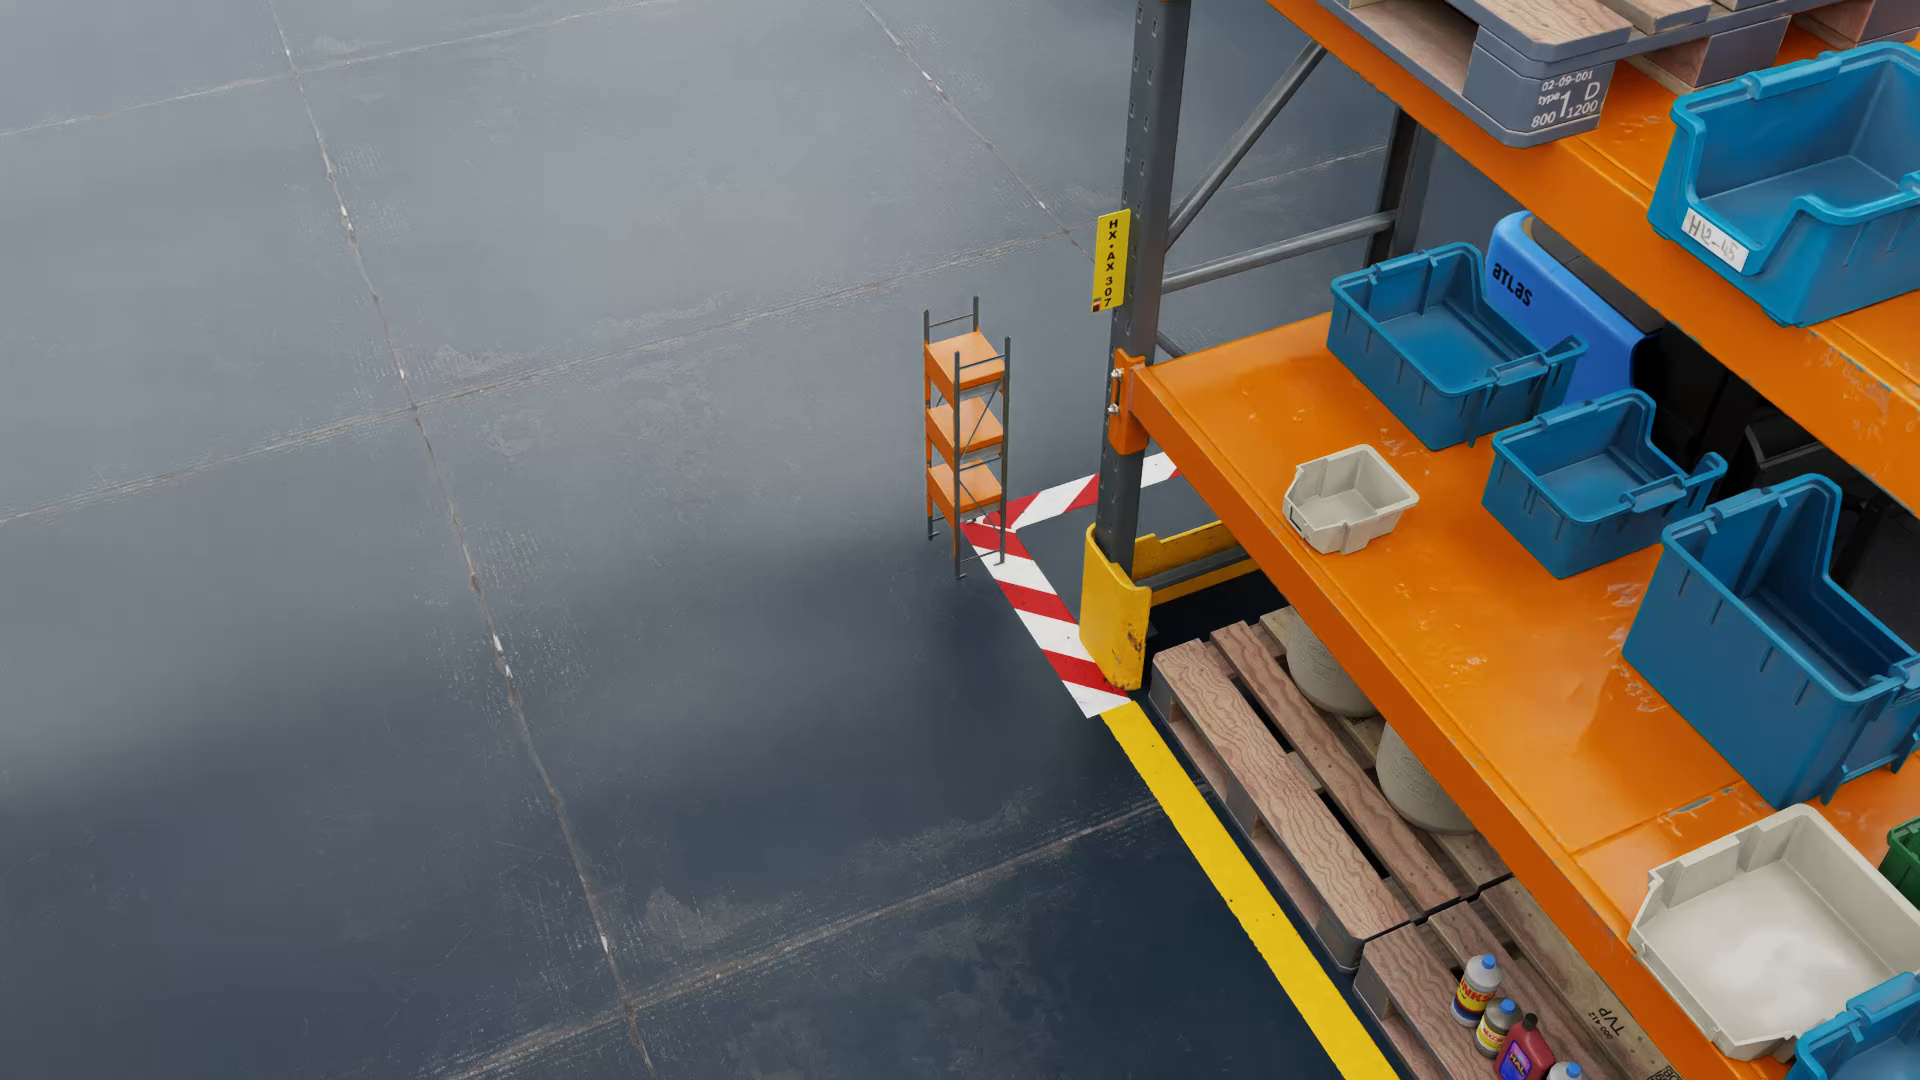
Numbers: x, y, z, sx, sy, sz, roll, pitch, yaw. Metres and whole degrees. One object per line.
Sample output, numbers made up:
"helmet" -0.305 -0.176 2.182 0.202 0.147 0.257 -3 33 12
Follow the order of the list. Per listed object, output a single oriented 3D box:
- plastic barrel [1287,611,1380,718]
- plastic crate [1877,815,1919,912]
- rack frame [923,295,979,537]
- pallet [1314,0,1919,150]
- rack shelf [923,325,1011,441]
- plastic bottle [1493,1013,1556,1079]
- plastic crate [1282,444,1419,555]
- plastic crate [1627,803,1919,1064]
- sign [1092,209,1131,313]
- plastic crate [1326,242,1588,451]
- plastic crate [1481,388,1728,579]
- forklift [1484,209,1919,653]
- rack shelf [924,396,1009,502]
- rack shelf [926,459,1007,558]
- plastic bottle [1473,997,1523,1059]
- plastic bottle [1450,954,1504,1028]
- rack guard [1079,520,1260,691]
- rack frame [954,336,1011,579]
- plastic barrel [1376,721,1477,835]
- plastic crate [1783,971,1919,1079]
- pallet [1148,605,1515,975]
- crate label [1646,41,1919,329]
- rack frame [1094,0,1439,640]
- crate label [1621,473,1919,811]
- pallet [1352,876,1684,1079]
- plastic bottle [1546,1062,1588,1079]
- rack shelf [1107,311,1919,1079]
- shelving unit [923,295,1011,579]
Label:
"plastic barrel" 1.275 0.283 5.300 0.421 0.512 0.421 0 45 0
"plastic crate" 2.296 0.826 3.428 0.450 0.188 0.662 -18 47 -17
"rack frame" -0.029 -0.417 5.925 0.200 1.050 0.008 -18 47 -17
"pallet" 1.188 -1.295 3.425 1.003 0.211 1.213 -18 47 -17
"rack shelf" 0.022 -0.534 5.655 0.215 0.259 0.240 -18 47 -17
"plastic bottle" 1.487 1.357 4.360 0.061 0.283 0.133 -17 47 -17
"plastic crate" 1.013 -0.091 4.394 0.298 0.136 0.250 -18 47 -17
"plastic crate" 1.698 0.833 3.458 0.530 0.136 0.437 -18 47 -17
"sign" 0.428 -0.789 4.717 0.100 0.325 0.005 -18 47 -17
"plastic crate" 1.411 -0.567 4.795 0.499 0.251 0.616 -18 47 -17
"plastic crate" 1.679 -0.151 4.374 0.499 0.251 0.408 -18 47 -17
"forklift" 2.927 -0.607 4.778 1.130 2.935 3.031 -17 47 -17
"rack shelf" 0.022 -0.332 5.854 0.215 0.259 0.240 -18 47 -17
"rack shelf" 0.022 -0.134 6.049 0.215 0.259 0.240 -18 47 -17
"plastic bottle" 1.452 1.303 4.473 0.097 0.201 0.097 0 45 0
"plastic bottle" 1.408 1.212 4.516 0.097 0.271 0.097 0 45 0
"rack guard" 1.003 0.074 5.819 1.175 0.500 0.348 -18 47 -17
"rack frame" 0.073 -0.262 5.768 0.200 1.050 0.008 -18 47 -17
"plastic barrel" 1.486 0.602 4.977 0.421 0.512 0.421 0 45 0
"plastic crate" 1.899 1.127 3.078 0.499 0.251 0.616 -18 47 -17
"pallet" 1.340 0.696 5.394 1.003 0.211 1.213 -18 47 -17
"crate label" 1.416 -0.575 2.667 0.502 0.251 0.408 -18 47 -17
"rack frame" 0.929 -0.850 4.976 1.000 3.000 0.127 -18 47 -17
"crate label" 1.948 0.230 3.856 0.502 0.435 0.616 -18 47 -17
"pallet" 1.849 1.472 4.607 1.003 0.211 1.213 -18 47 -17
"plastic bottle" 1.553 1.430 4.294 0.097 0.271 0.097 0 45 0
"rack shelf" 1.770 0.680 3.937 1.077 0.370 4.000 -18 47 -17
"shelving unit" 0.022 -0.340 5.847 0.215 1.050 0.252 -18 47 -17
